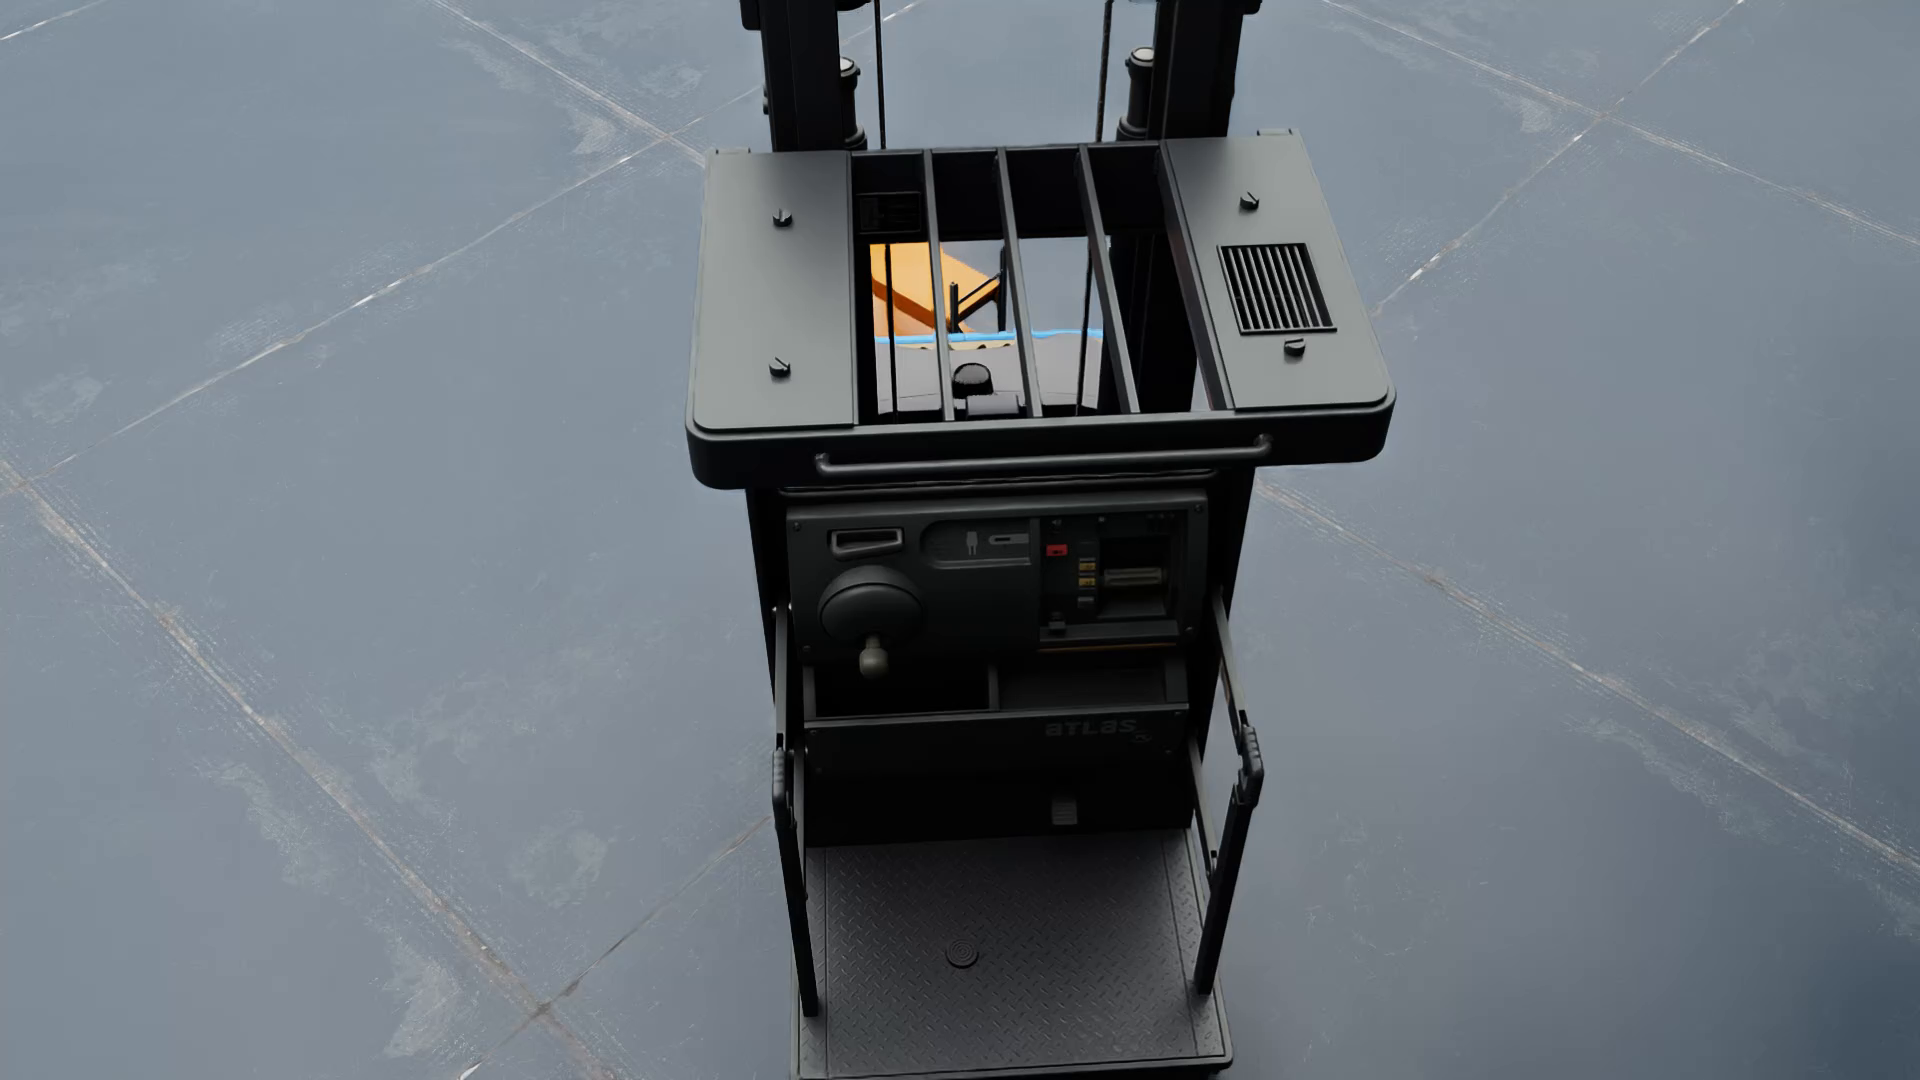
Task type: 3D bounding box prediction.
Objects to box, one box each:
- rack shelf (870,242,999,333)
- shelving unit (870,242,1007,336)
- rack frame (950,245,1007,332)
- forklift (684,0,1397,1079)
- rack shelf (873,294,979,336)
[{"bbox_3d":[-0.127,-0.783,5.123,0.480,0.148,0.258,33,55,27],"label":"rack shelf"},{"bbox_3d":[-0.127,-0.514,5.409,0.503,1.200,0.258,33,55,27],"label":"shelving unit"},{"bbox_3d":[0.056,-0.396,5.299,0.015,1.200,0.240,33,55,27],"label":"rack frame"},{"bbox_3d":[0.102,0.195,3.556,1.130,2.935,3.031,-3,47,-2],"label":"forklift"},{"bbox_3d":[-0.127,-0.621,5.295,0.480,0.148,0.258,33,55,27],"label":"rack shelf"}]
